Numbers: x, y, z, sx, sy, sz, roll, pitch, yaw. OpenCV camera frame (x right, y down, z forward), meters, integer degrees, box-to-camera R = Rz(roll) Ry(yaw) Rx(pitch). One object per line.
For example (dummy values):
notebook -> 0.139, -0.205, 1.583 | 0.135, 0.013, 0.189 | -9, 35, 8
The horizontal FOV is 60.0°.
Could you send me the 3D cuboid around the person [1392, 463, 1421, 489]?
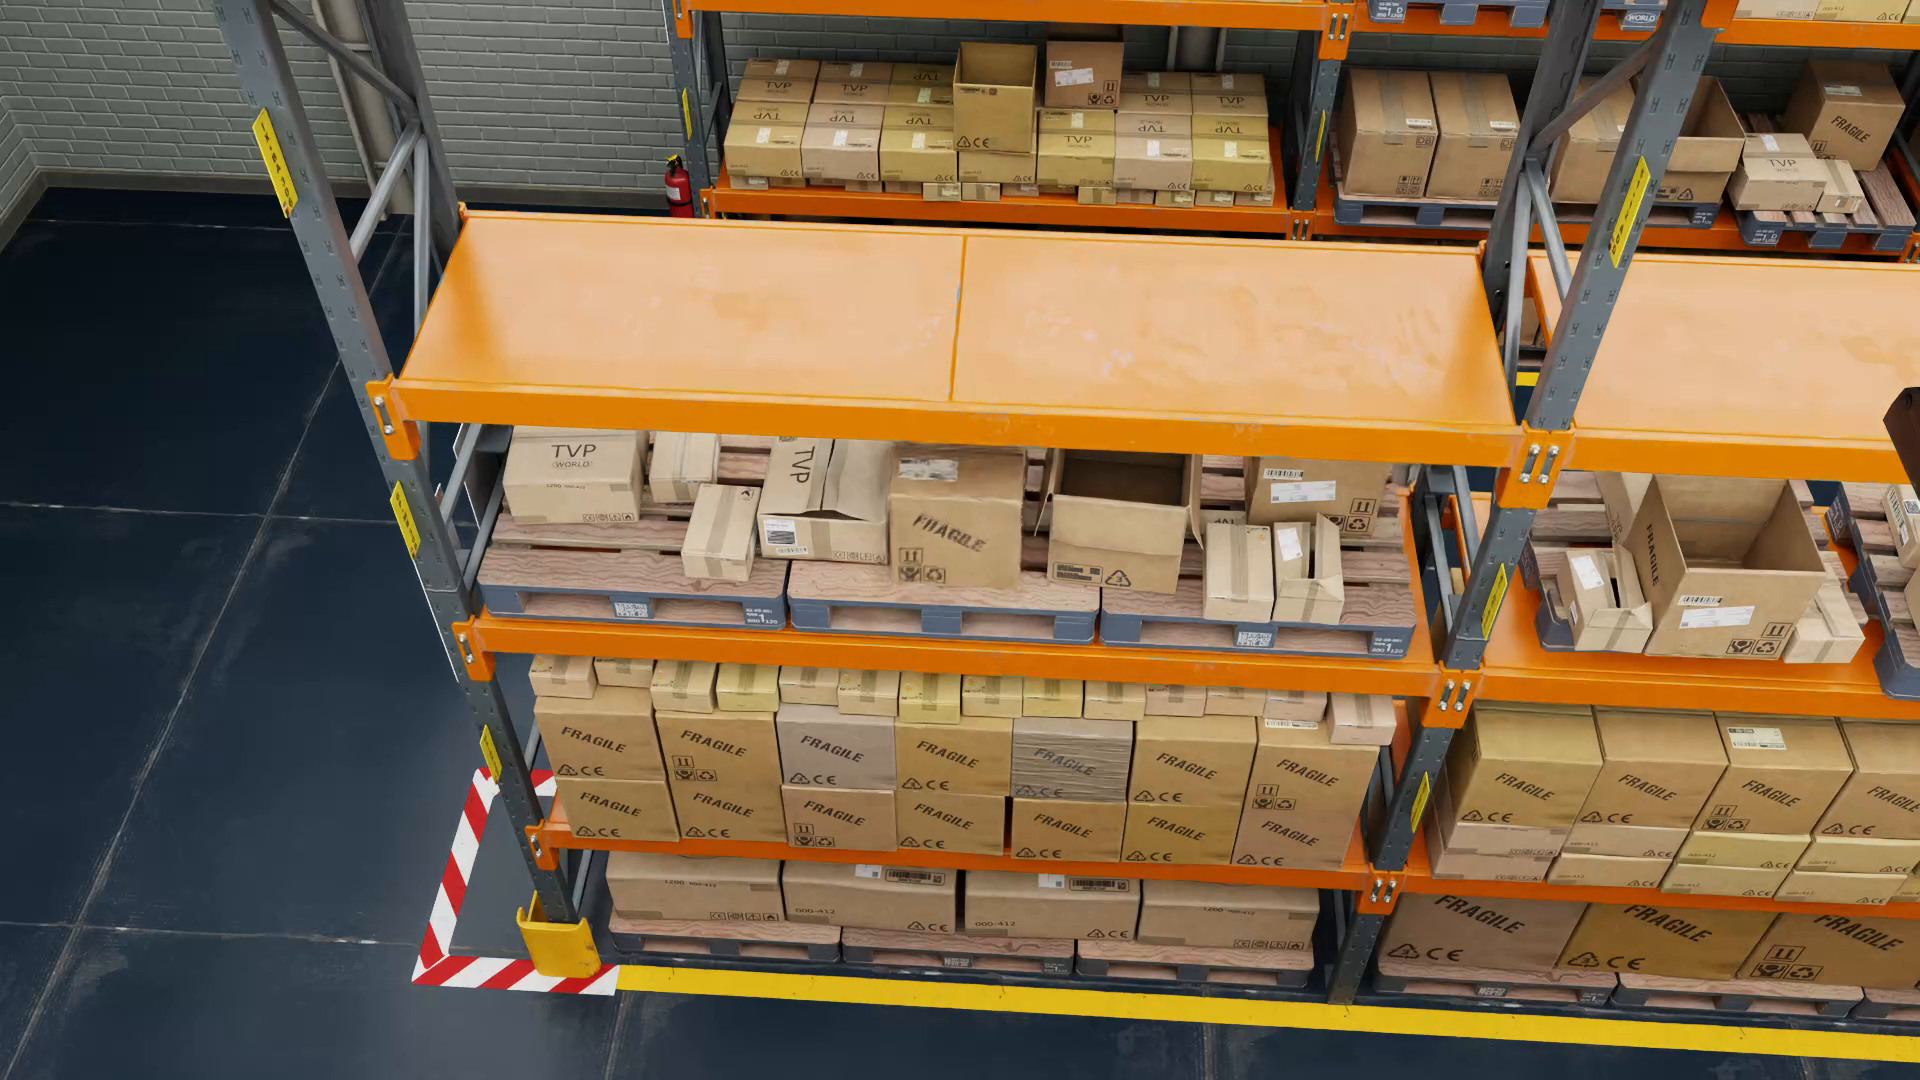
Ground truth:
person -> 2.516, -0.411, 9.918 | 0.580, 1.788, 0.595 | -11, 49, -10
